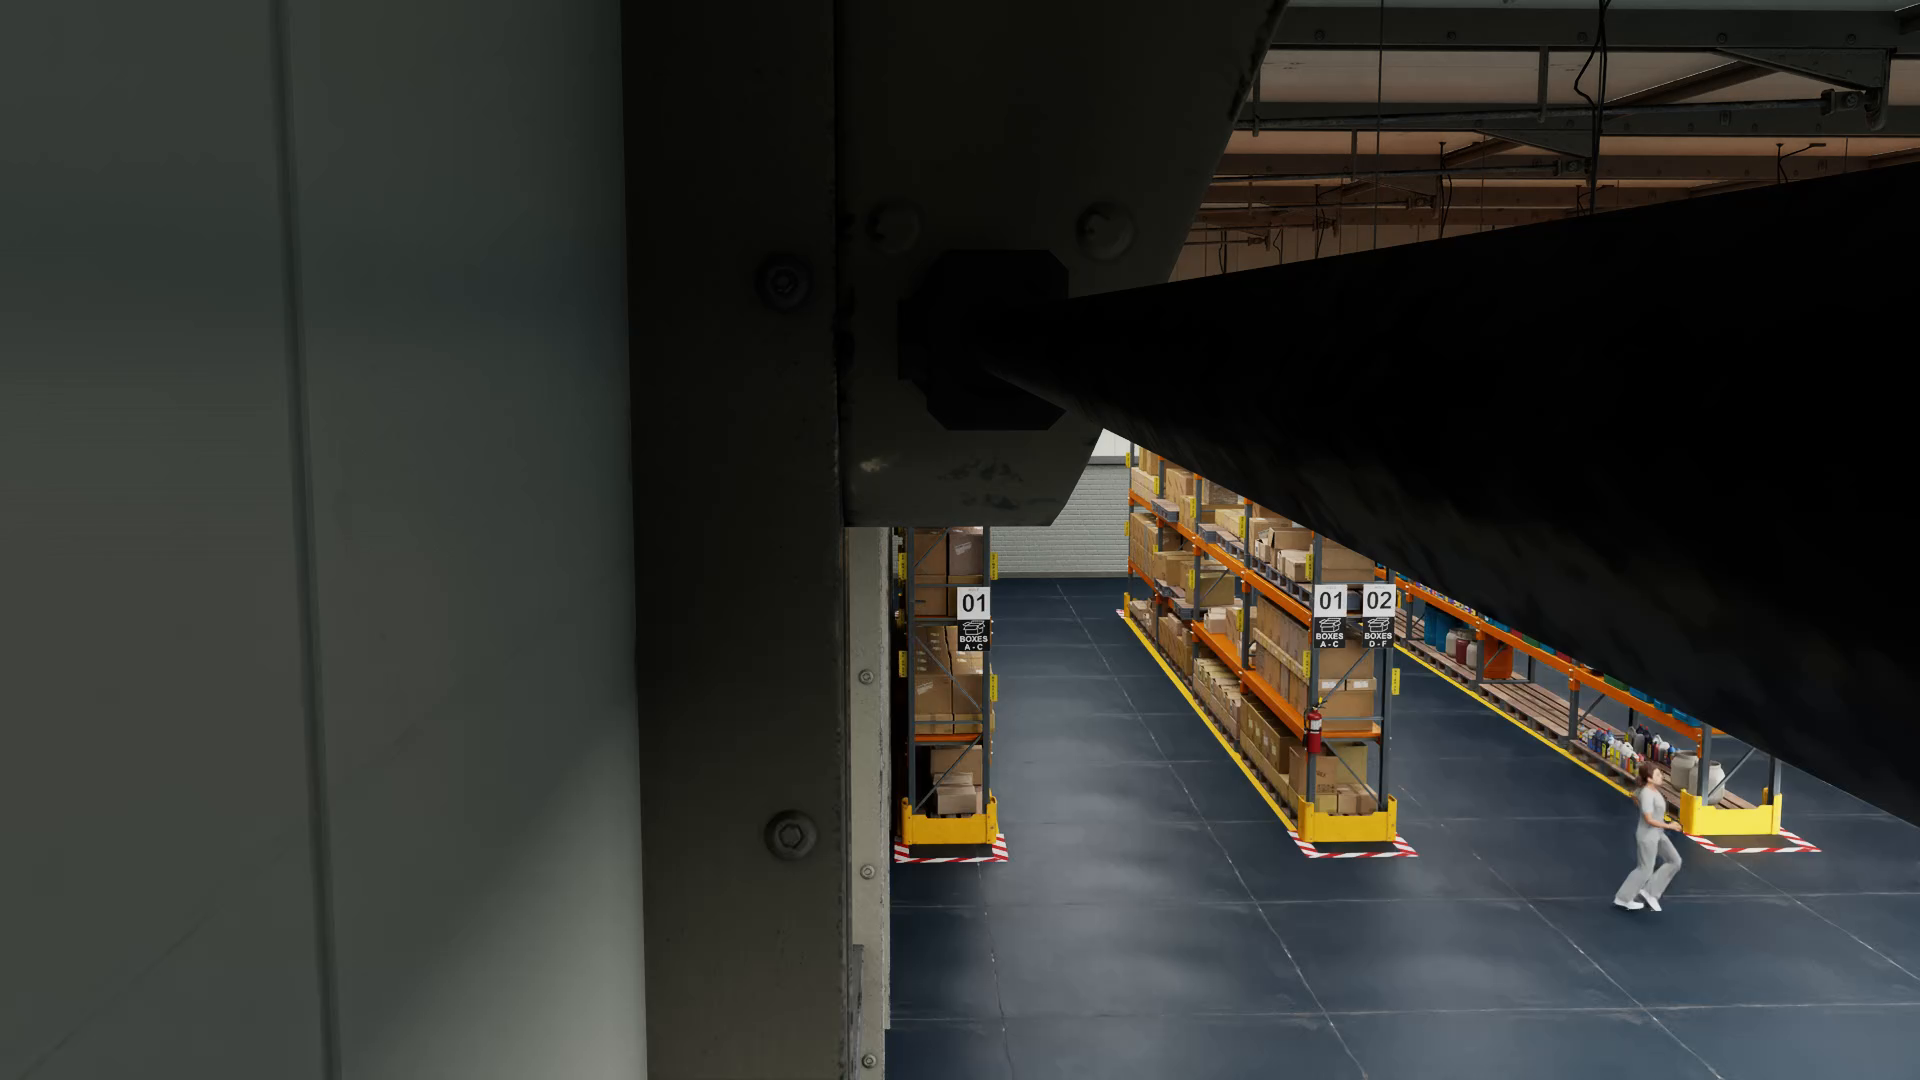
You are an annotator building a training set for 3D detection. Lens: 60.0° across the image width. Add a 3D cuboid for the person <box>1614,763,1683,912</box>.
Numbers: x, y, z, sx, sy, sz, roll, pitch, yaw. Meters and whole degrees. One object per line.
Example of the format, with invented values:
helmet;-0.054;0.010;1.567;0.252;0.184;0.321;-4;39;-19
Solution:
person;7.470;3.221;17.997;0.652;1.653;0.571;4;8;29
